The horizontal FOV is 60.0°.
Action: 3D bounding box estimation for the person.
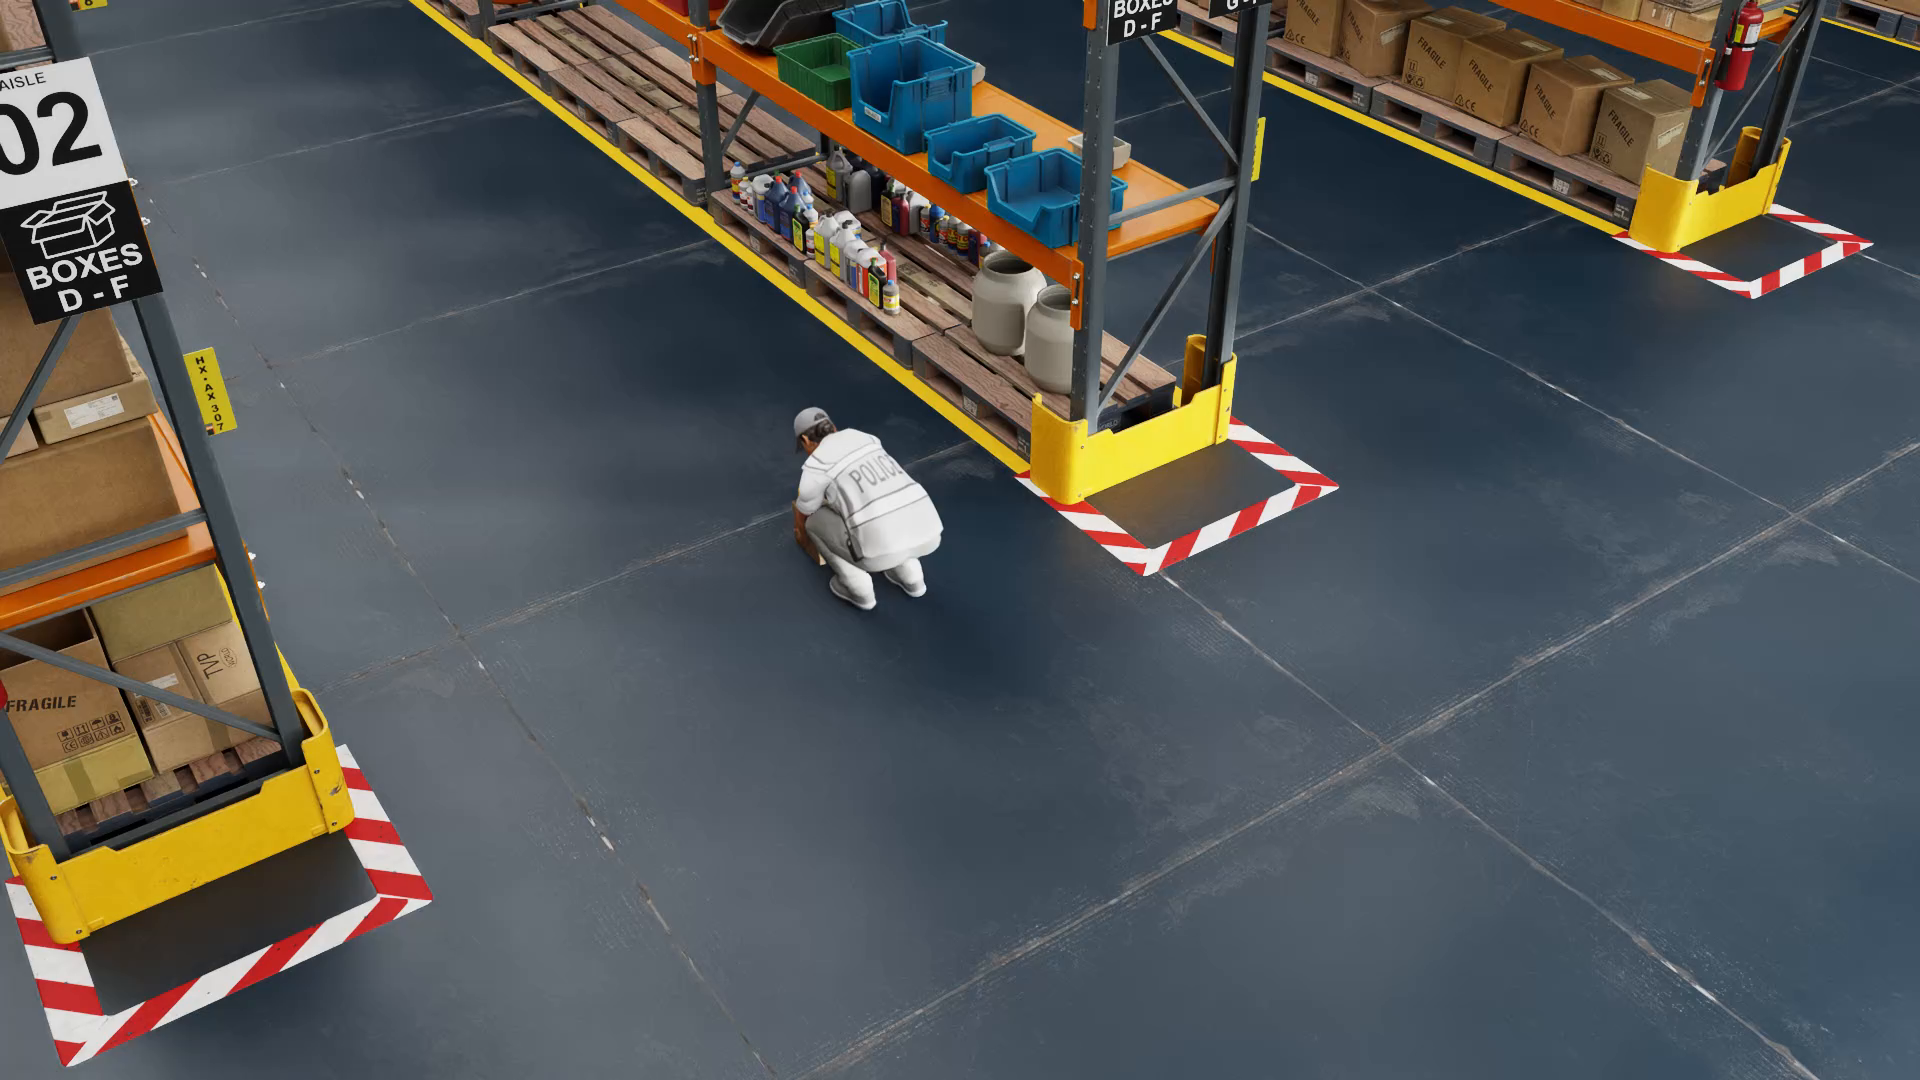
[{"bbox_3d":[-0.461,-0.135,7.884,0.520,0.837,0.865,-23,42,-27],"label":"person"}]
